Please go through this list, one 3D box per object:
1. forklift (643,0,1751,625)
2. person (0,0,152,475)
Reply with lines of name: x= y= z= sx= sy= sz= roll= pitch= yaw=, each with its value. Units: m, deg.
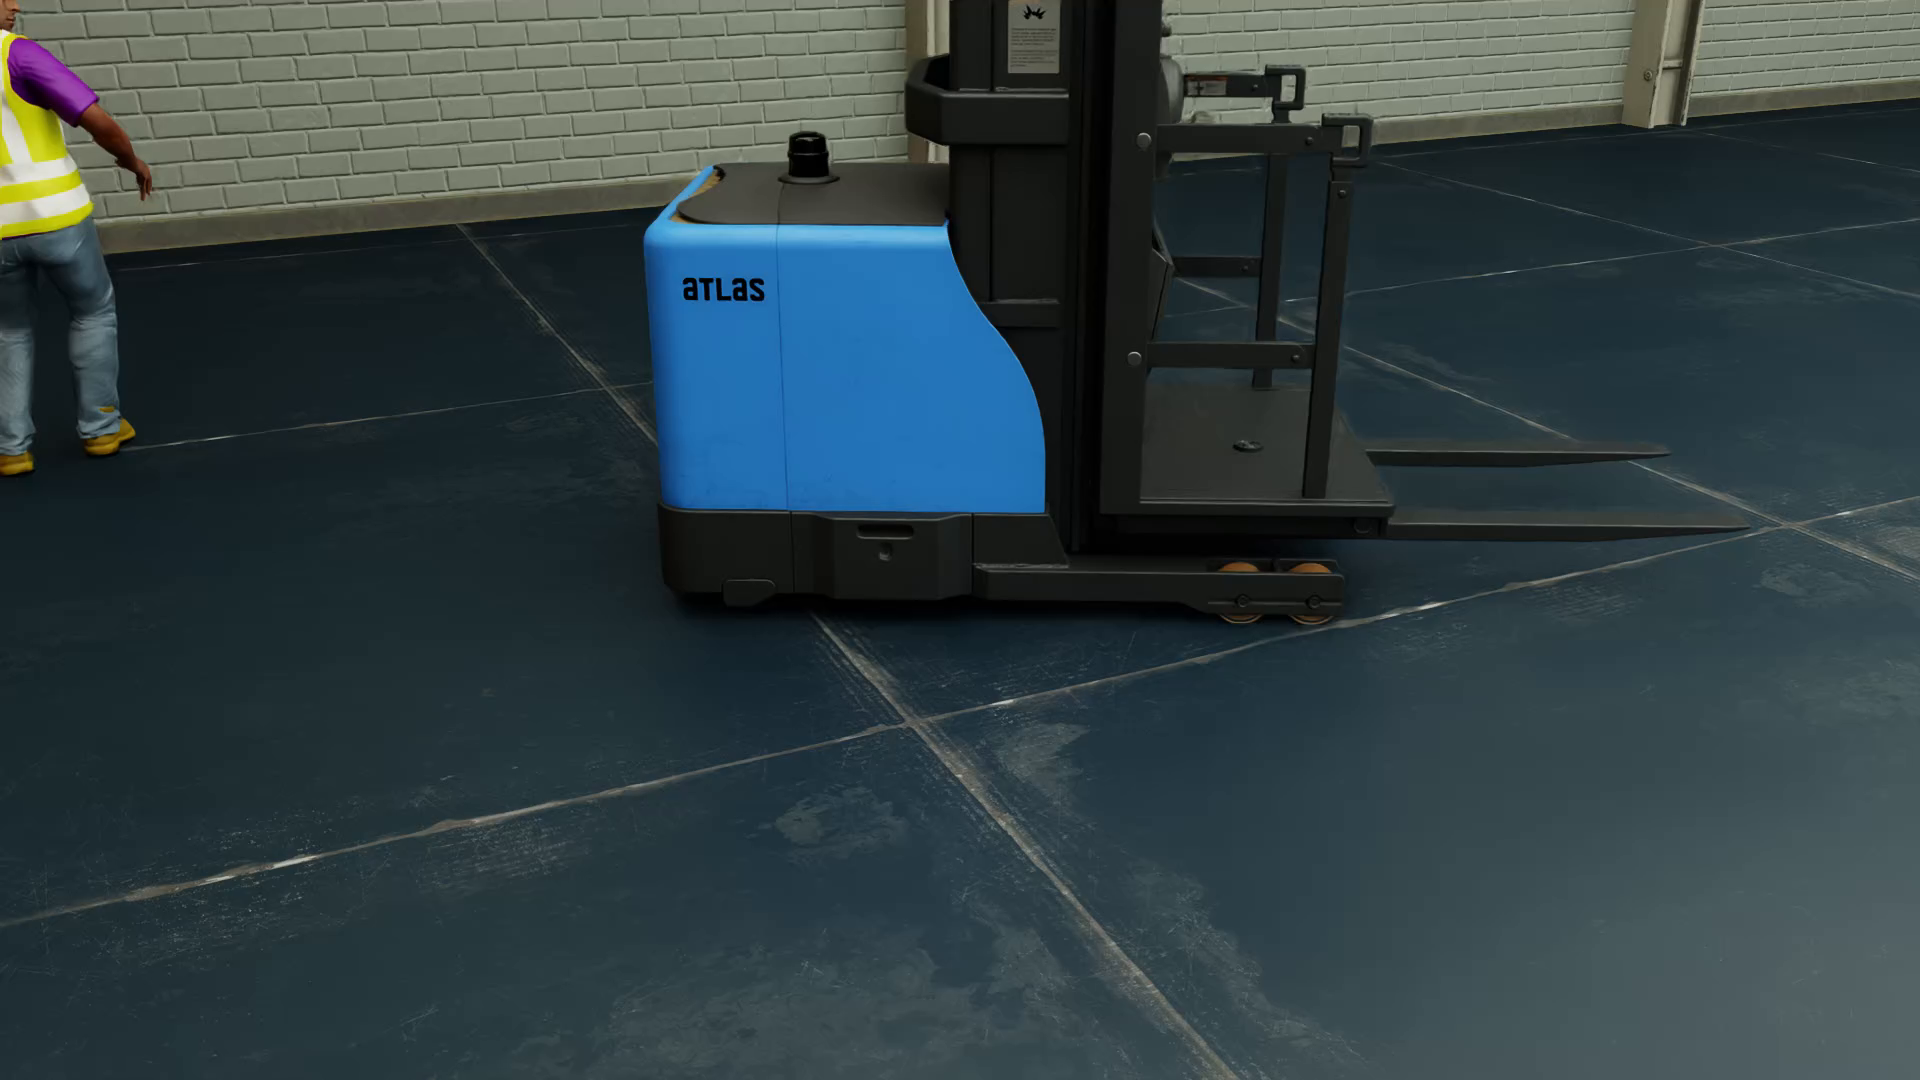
forklift: x=0.694 y=-1.328 z=4.484 sx=3.031 sy=2.935 sz=1.130 roll=1 pitch=23 yaw=1
person: x=-3.114 y=-1.078 z=5.543 sx=0.821 sy=1.716 sz=0.645 roll=-2 pitch=23 yaw=-6
